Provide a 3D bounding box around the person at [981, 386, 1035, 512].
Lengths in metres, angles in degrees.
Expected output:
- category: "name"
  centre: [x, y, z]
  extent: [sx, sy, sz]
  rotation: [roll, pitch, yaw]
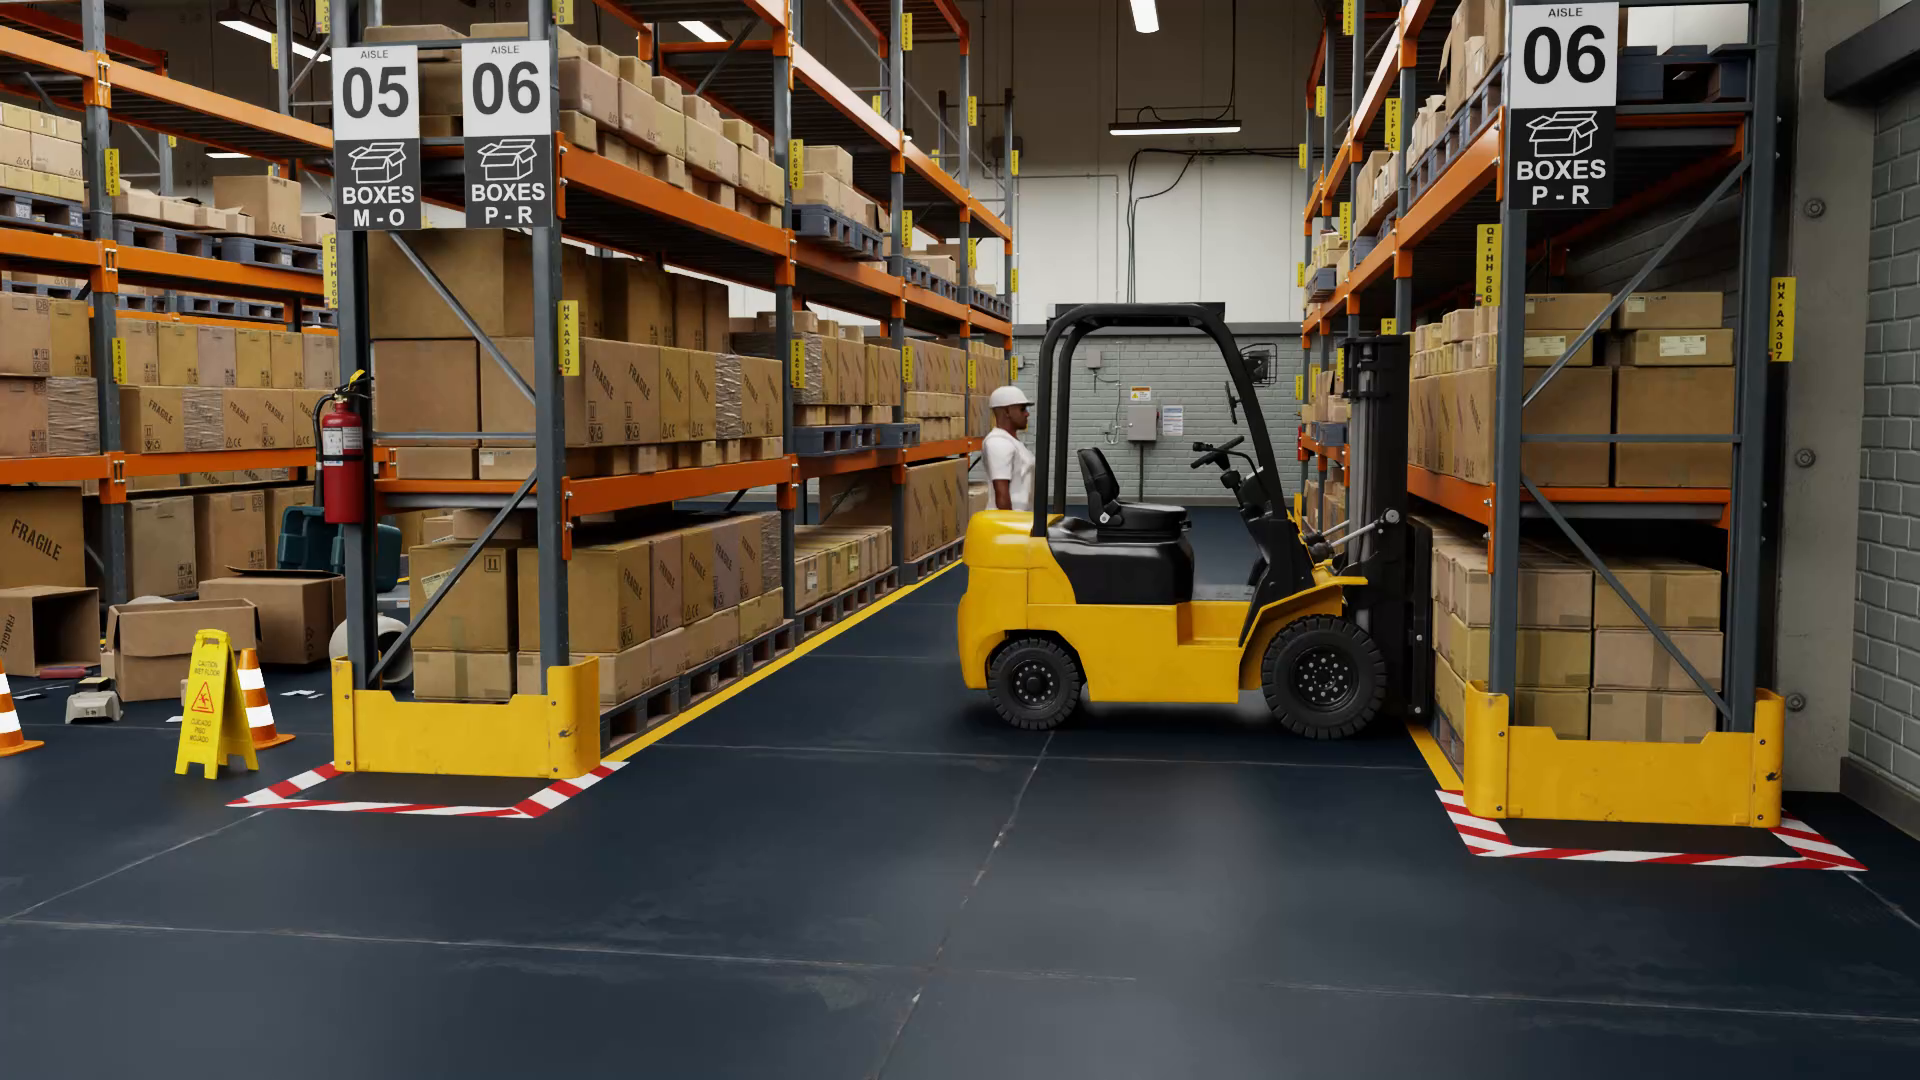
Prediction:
- category: "person"
  centre: [0.330, -0.088, 10.533]
  extent: [0.364, 1.765, 0.562]
  rotation: [1, 5, 10]
